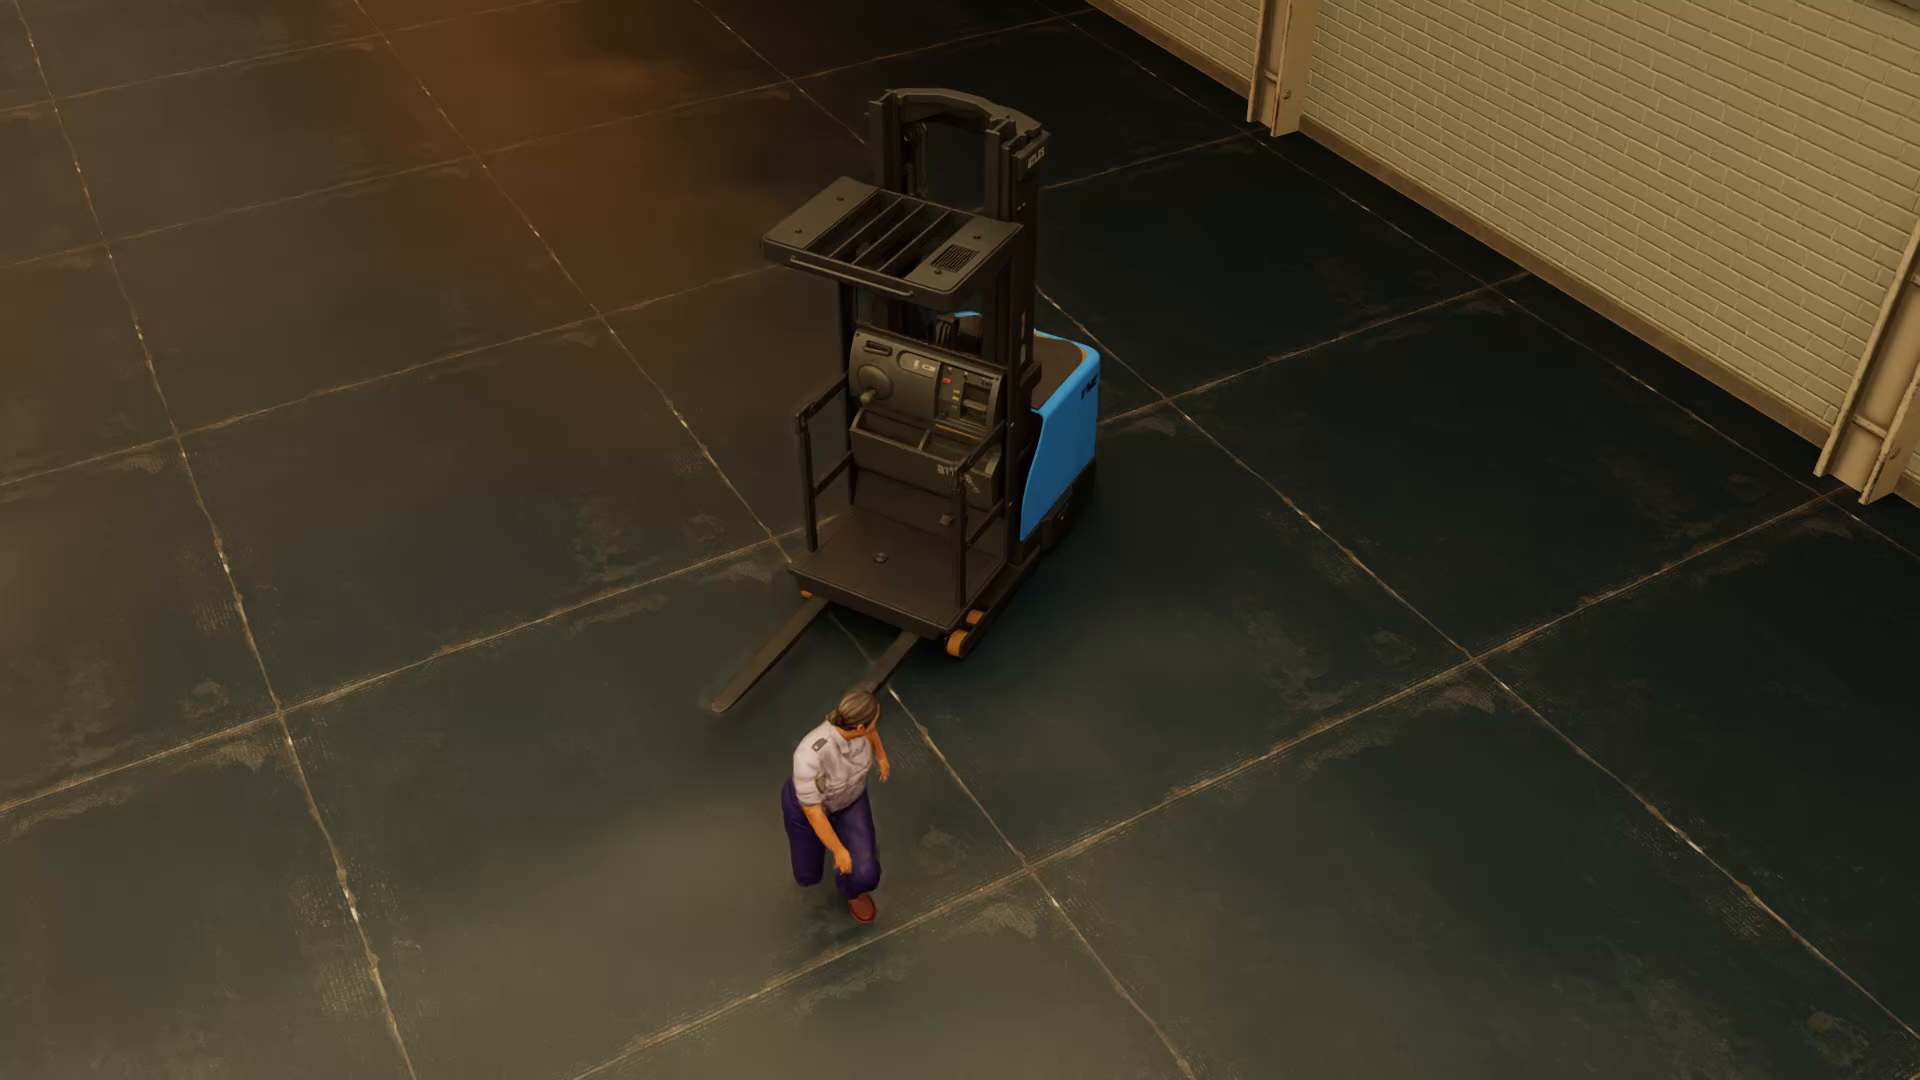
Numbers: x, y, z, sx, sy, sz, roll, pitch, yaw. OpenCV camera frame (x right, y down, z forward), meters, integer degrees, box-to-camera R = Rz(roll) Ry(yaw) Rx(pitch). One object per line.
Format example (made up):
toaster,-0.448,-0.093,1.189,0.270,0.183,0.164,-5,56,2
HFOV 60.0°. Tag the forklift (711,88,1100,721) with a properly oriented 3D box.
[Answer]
forklift,-0.299,-0.788,8.987,1.130,2.935,3.031,20,44,22

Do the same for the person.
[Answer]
person,-0.556,1.169,7.815,0.601,1.431,0.759,-19,43,-22
